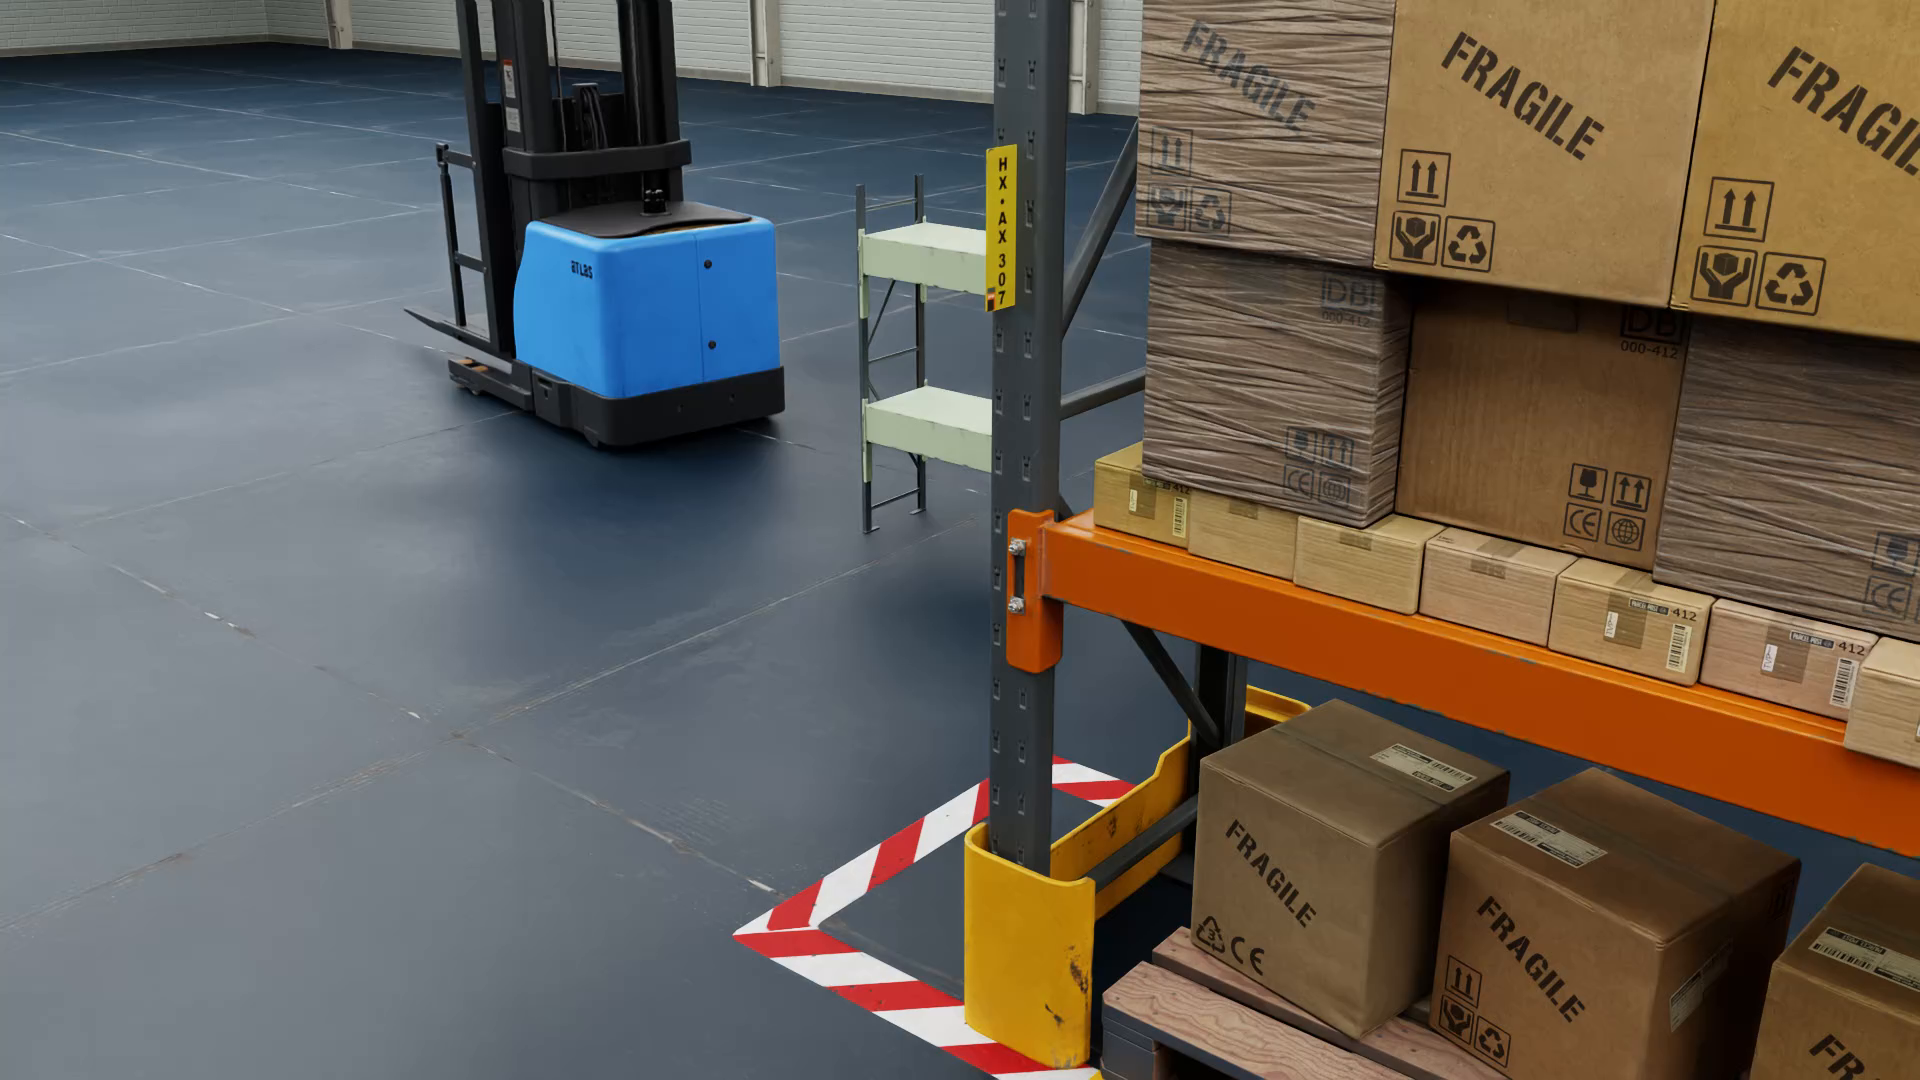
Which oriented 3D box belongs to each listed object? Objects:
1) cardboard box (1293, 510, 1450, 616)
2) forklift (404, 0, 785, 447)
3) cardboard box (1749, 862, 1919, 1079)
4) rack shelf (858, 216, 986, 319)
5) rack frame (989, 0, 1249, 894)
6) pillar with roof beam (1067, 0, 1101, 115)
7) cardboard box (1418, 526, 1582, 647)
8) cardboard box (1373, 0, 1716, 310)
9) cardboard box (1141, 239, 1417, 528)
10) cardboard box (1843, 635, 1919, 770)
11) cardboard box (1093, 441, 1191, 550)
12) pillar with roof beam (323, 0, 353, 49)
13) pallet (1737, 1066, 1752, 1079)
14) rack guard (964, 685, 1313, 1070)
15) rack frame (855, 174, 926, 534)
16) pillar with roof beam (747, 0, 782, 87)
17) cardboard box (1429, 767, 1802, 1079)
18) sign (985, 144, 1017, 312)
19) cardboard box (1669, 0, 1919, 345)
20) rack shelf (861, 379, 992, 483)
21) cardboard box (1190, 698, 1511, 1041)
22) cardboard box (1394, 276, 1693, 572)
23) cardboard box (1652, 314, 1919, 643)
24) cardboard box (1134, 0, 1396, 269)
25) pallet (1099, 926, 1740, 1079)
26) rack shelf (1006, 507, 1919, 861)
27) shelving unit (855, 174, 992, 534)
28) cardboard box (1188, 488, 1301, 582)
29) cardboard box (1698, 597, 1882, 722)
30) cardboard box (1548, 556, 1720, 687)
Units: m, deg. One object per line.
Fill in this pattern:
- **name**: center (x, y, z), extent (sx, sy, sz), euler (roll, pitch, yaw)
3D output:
- **cardboard box**: center (0.864, -0.004, 3.283), extent (0.250, 0.149, 0.380), euler (16, 26, 36)
- **forklift**: center (-2.253, -2.280, 9.061), extent (1.130, 2.935, 3.031), euler (-16, 26, -37)
- **cardboard box**: center (1.859, 1.015, 3.173), extent (0.500, 0.500, 0.500), euler (19, 28, 41)
- **rack shelf**: center (-0.005, -1.068, 6.770), extent (0.720, 0.370, 0.431), euler (16, 26, 36)
- **rack frame**: center (0.428, -0.371, 3.901), extent (0.127, 3.000, 1.000), euler (16, 26, 36)
- **pillar with roof beam**: center (-1.106, -8.821, 17.806), extent (0.400, 9.000, 9.100), euler (16, 26, 36)
- **cardboard box**: center (1.071, 0.046, 3.150), extent (0.250, 0.149, 0.380), euler (16, 26, 36)
- **cardboard box**: center (1.065, -0.714, 2.831), extent (0.500, 0.500, 0.500), euler (16, 26, 36)
- **cardboard box**: center (0.837, -0.427, 3.486), extent (0.500, 0.500, 0.875), euler (16, 26, 36)
- **cardboard box**: center (1.599, 0.236, 2.646), extent (0.250, 0.149, 0.380), euler (16, 26, 36)
- **cardboard box**: center (0.498, -0.125, 3.604), extent (0.250, 0.149, 0.380), euler (16, 26, 36)
- **pillar with roof beam**: center (-15.051, -12.837, 28.455), extent (0.400, 9.000, 9.100), euler (16, 26, 36)
- **pallet**: center (2.035, 1.414, 3.120), extent (1.213, 0.211, 1.003), euler (16, 26, 36)
- **rack guard**: center (0.487, 0.816, 4.297), extent (0.348, 0.500, 1.175), euler (16, 26, 36)
- **rack frame**: center (-0.289, -0.785, 7.124), extent (0.023, 1.500, 0.400), euler (16, 26, 36)
- **pillar with roof beam**: center (-5.754, -10.160, 21.356), extent (0.400, 9.000, 9.100), euler (16, 26, 36)
- **cardboard box**: center (1.386, 0.870, 3.558), extent (0.500, 0.500, 0.500), euler (-14, 25, -33)
- **sign**: center (0.085, -0.628, 3.355), extent (0.005, 0.325, 0.100), euler (16, 26, 36)
- **cardboard box**: center (1.453, -0.603, 2.536), extent (0.500, 0.500, 0.500), euler (16, 26, 36)
- **rack shelf**: center (-0.005, -0.398, 7.023), extent (0.720, 0.370, 0.431), euler (16, 26, 36)
- **cardboard box**: center (0.901, 0.746, 3.886), extent (0.500, 0.500, 0.500), euler (-17, 26, -37)
- **cardboard box**: center (1.300, -0.348, 3.277), extent (0.500, 0.500, 0.875), euler (16, 26, 36)
- **cardboard box**: center (1.660, -0.225, 2.950), extent (0.500, 0.500, 0.875), euler (16, 26, 36)
- **cardboard box**: center (0.682, -0.828, 3.131), extent (0.500, 0.500, 0.500), euler (16, 26, 36)
- **pallet**: center (1.094, 1.142, 3.842), extent (1.213, 0.211, 1.003), euler (16, 26, 36)
- **rack shelf**: center (1.977, 0.412, 2.845), extent (4.000, 0.370, 1.077), euler (16, 26, 36)
- **shelving unit**: center (-0.005, -0.703, 6.907), extent (0.755, 1.500, 0.431), euler (16, 26, 36)
- **cardboard box**: center (0.680, -0.064, 3.442), extent (0.250, 0.149, 0.380), euler (16, 26, 36)
- **cardboard box**: center (1.471, 0.152, 2.869), extent (0.250, 0.149, 0.380), euler (16, 26, 36)
- **cardboard box**: center (1.260, 0.104, 2.997), extent (0.250, 0.149, 0.380), euler (16, 26, 36)
